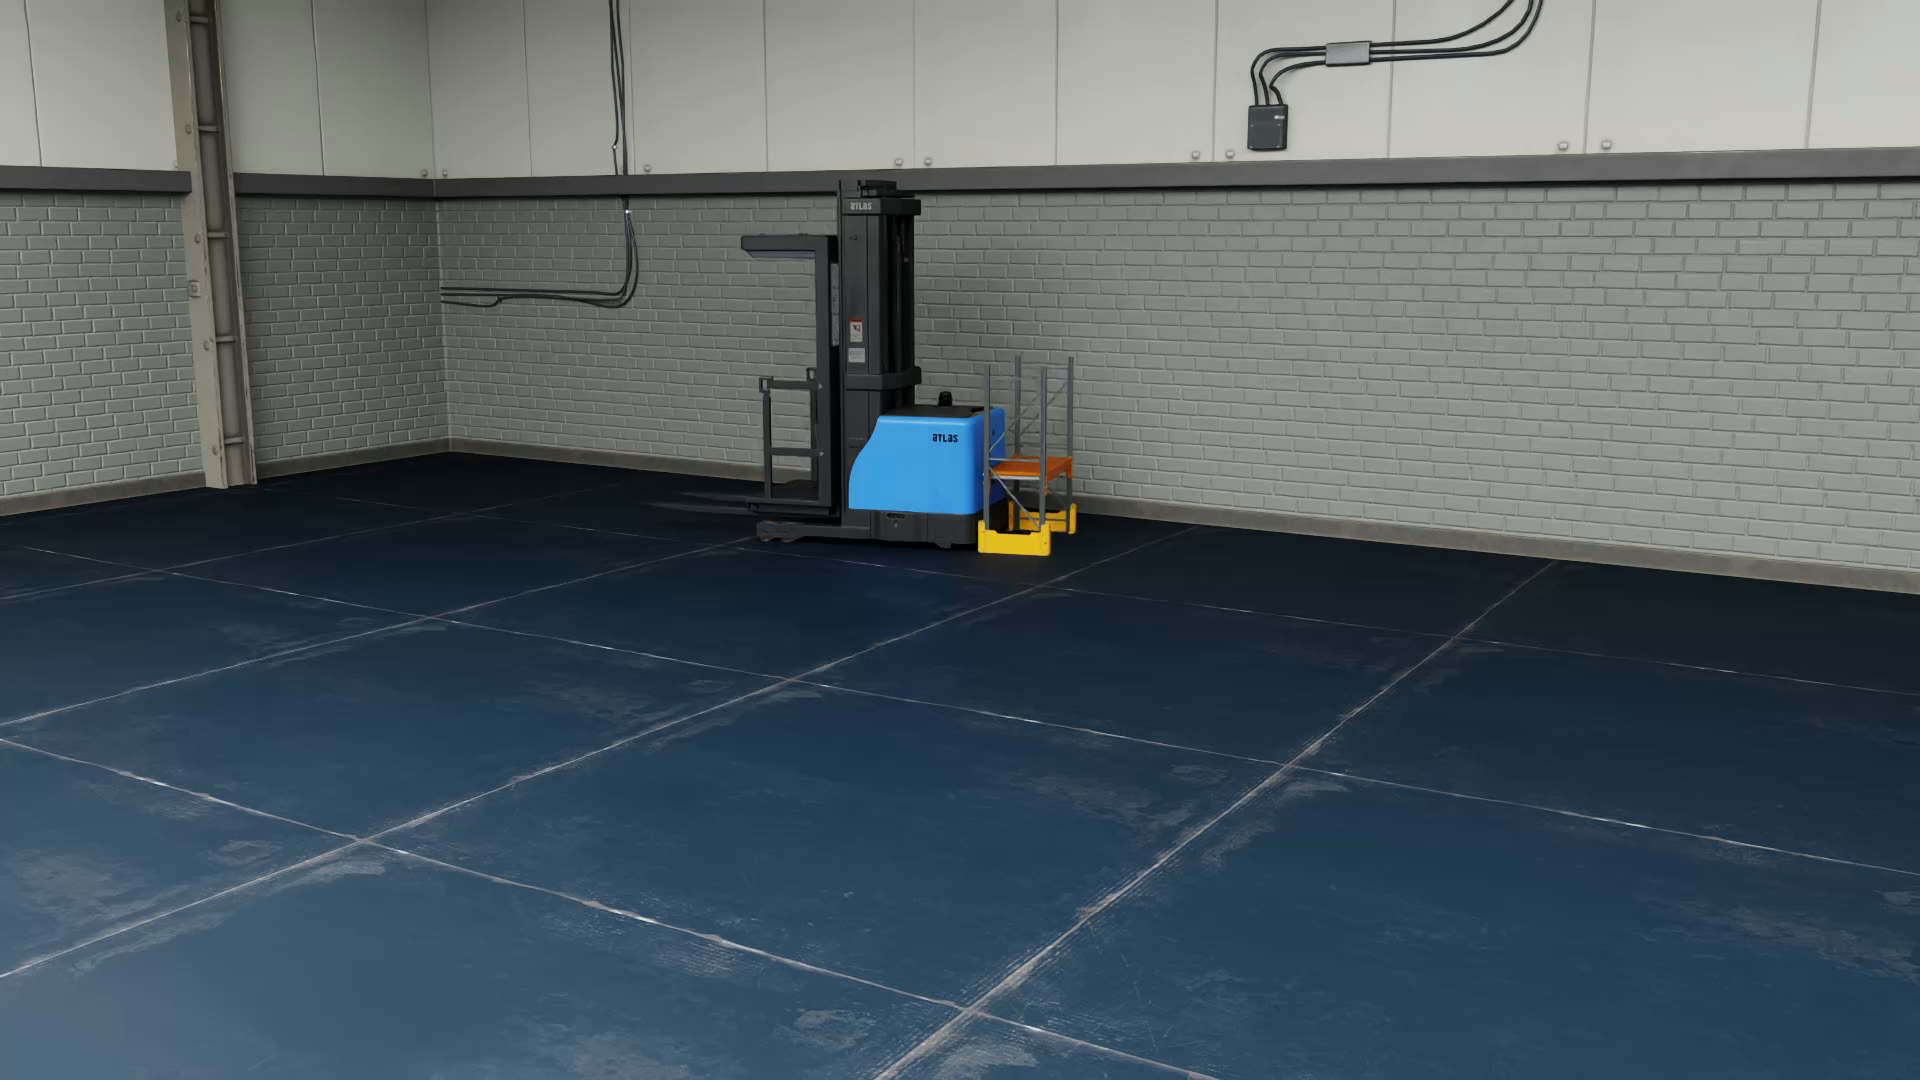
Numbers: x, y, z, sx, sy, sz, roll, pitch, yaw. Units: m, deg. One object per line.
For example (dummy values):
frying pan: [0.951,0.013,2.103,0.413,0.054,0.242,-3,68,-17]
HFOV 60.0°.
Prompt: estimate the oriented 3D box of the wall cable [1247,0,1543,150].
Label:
wall cable: [3.380,-6.080,12.651,2.305,6.003,0.169,6,12,31]

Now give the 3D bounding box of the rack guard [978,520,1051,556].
rack guard: [0.434,-0.017,13.282,0.587,0.250,0.087,3,11,15]

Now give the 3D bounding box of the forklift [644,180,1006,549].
forklift: [-1.181,-1.507,13.954,3.031,2.935,1.130,3,11,18]

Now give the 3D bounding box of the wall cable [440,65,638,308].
wall cable: [-4.726,-3.792,18.107,3.097,2.526,0.112,6,12,31]

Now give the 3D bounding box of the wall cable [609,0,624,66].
wall cable: [-2.413,-6.016,16.262,3.097,2.526,0.112,6,12,31]

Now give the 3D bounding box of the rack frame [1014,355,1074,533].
rack frame: [0.708,-0.812,14.128,0.500,1.500,0.032,3,11,15]

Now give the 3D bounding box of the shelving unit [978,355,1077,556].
shelving unit: [0.568,-0.720,13.638,0.587,1.500,1.083,3,11,15]

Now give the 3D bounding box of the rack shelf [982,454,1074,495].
rack shelf: [0.571,-0.545,13.680,0.538,0.185,1.000,3,11,15]

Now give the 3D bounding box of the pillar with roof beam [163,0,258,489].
pillar with roof beam: [-3.706,-4.570,13.825,9.100,9.000,0.400,6,12,31]

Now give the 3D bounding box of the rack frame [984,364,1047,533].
rack frame: [0.433,-0.631,13.166,0.500,1.500,0.032,3,11,15]

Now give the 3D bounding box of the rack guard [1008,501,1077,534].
rack guard: [0.703,-0.194,14.224,0.587,0.250,0.087,3,11,15]
